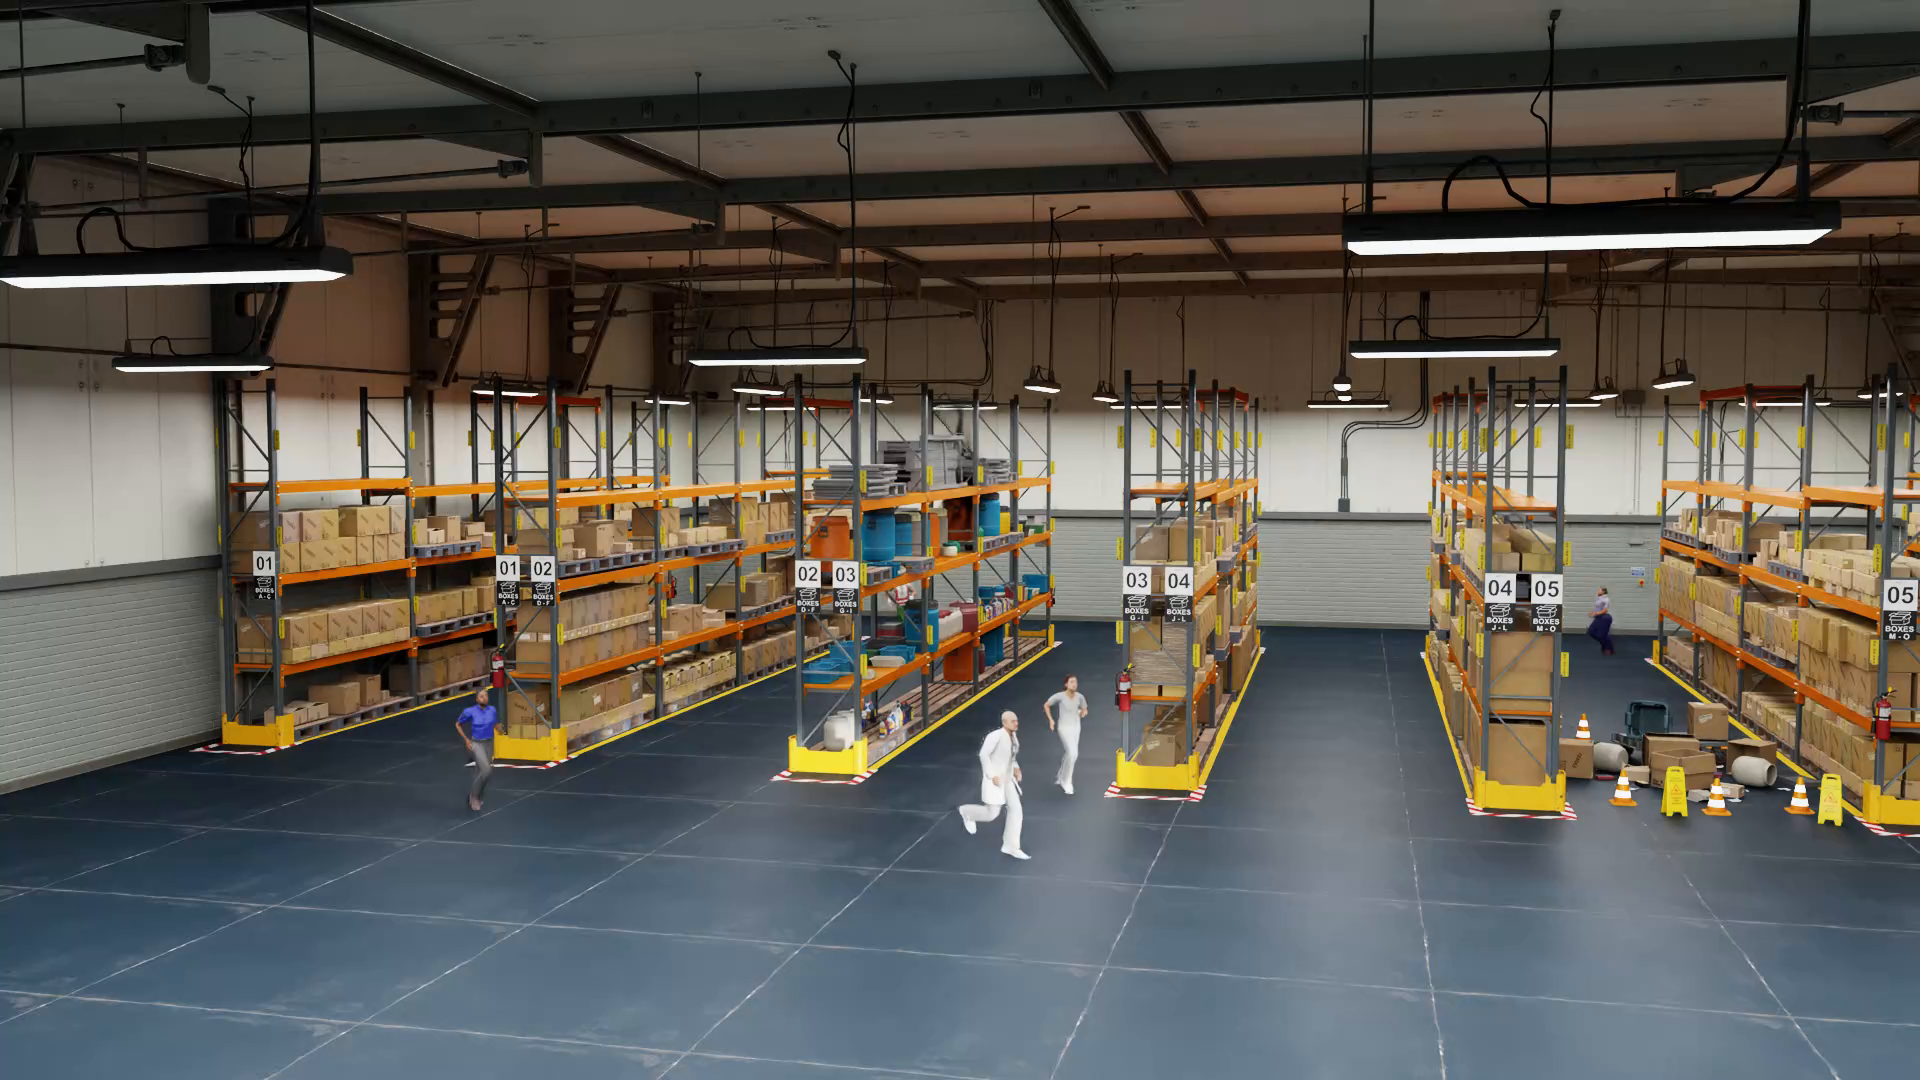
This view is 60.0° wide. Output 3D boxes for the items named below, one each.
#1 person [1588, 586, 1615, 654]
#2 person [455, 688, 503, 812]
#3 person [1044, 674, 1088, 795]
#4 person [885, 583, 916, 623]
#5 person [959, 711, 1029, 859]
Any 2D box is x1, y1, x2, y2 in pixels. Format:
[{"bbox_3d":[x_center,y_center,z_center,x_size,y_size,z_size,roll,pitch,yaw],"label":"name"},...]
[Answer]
[{"bbox_3d":[14.965,1.864,38.834,0.653,1.601,0.586,0,3,0],"label":"person"},{"bbox_3d":[-6.457,2.883,22.541,0.667,1.585,0.550,3,4,39],"label":"person"},{"bbox_3d":[1.553,2.752,23.646,0.549,1.700,0.679,-2,4,-30],"label":"person"},{"bbox_3d":[-1.452,1.626,41.653,0.746,1.725,0.624,-1,4,-16],"label":"person"},{"bbox_3d":[0.431,2.944,20.186,1.018,1.774,0.717,3,4,39],"label":"person"}]
